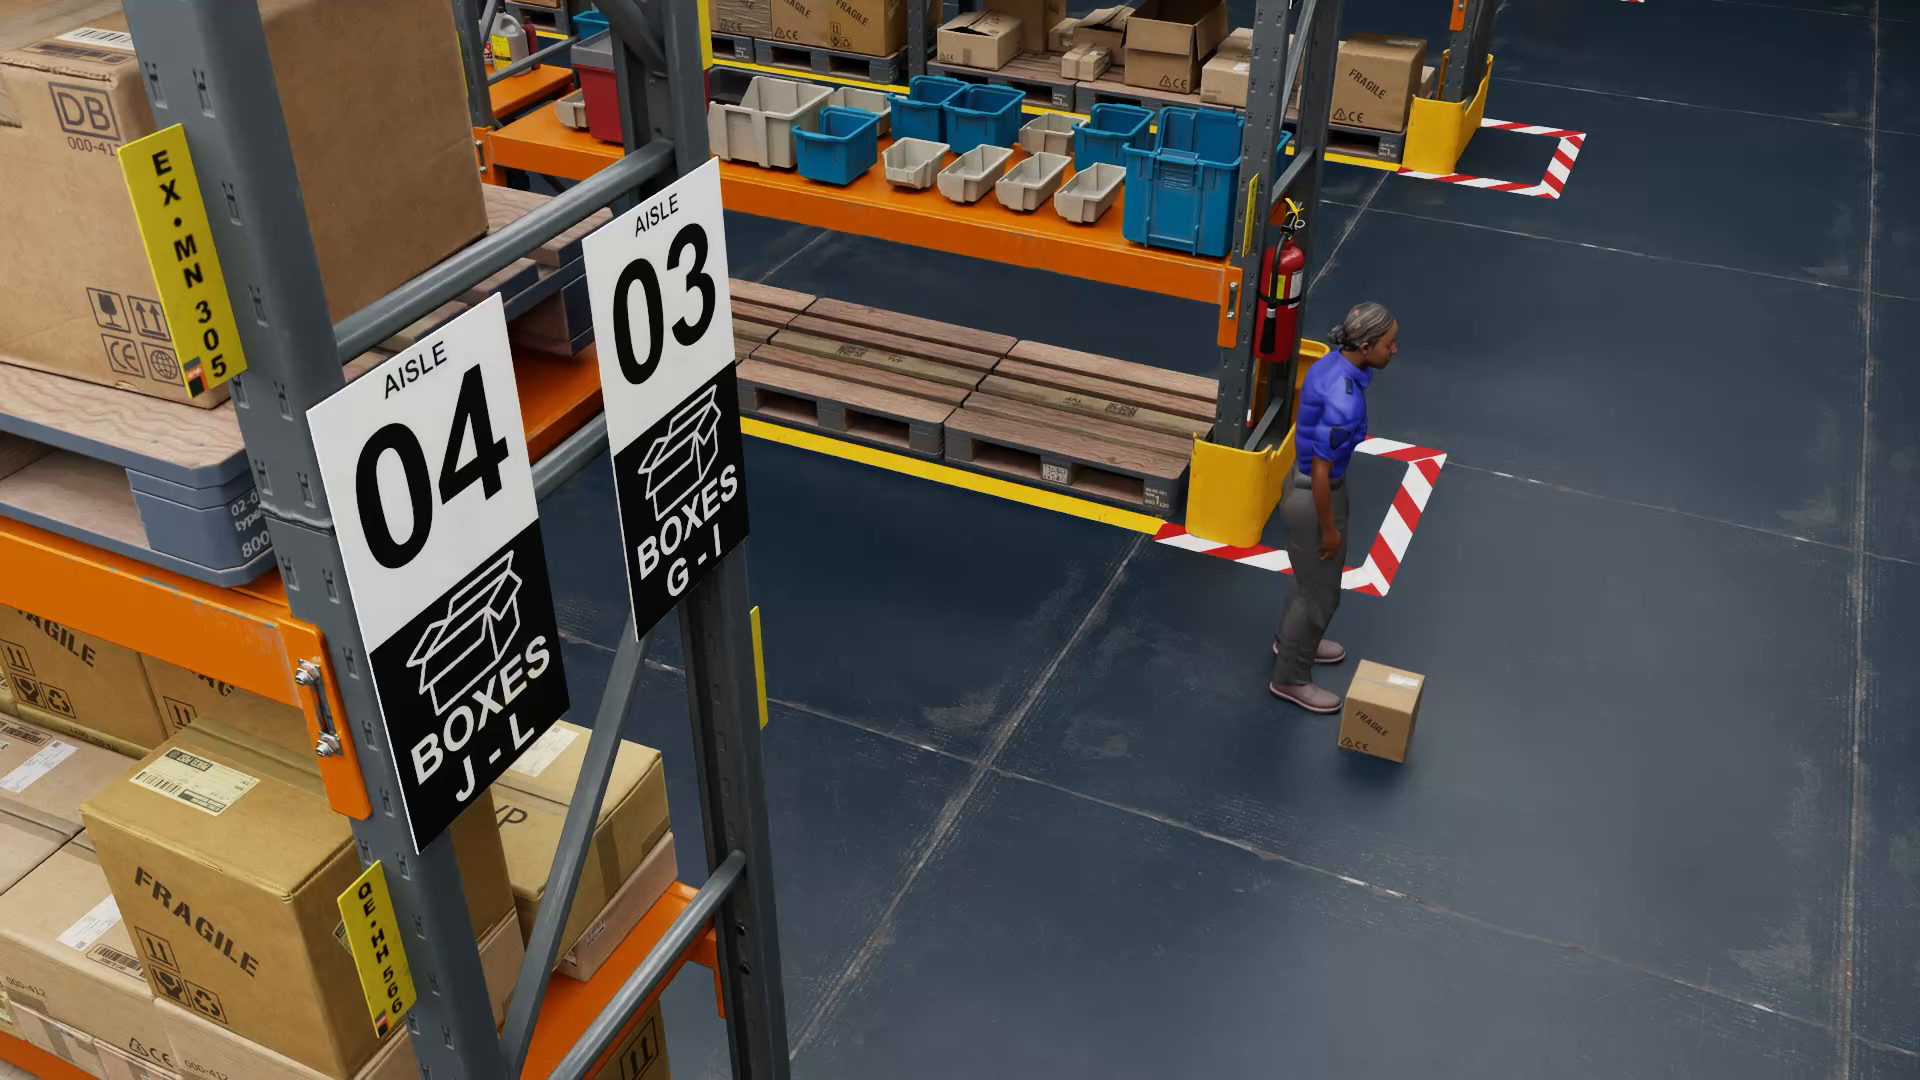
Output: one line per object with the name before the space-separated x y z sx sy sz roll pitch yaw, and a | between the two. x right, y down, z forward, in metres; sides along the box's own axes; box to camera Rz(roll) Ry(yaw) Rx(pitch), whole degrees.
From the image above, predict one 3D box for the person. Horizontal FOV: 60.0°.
person | 1.400 -0.143 6.360 0.348 1.653 0.519 7 34 10
